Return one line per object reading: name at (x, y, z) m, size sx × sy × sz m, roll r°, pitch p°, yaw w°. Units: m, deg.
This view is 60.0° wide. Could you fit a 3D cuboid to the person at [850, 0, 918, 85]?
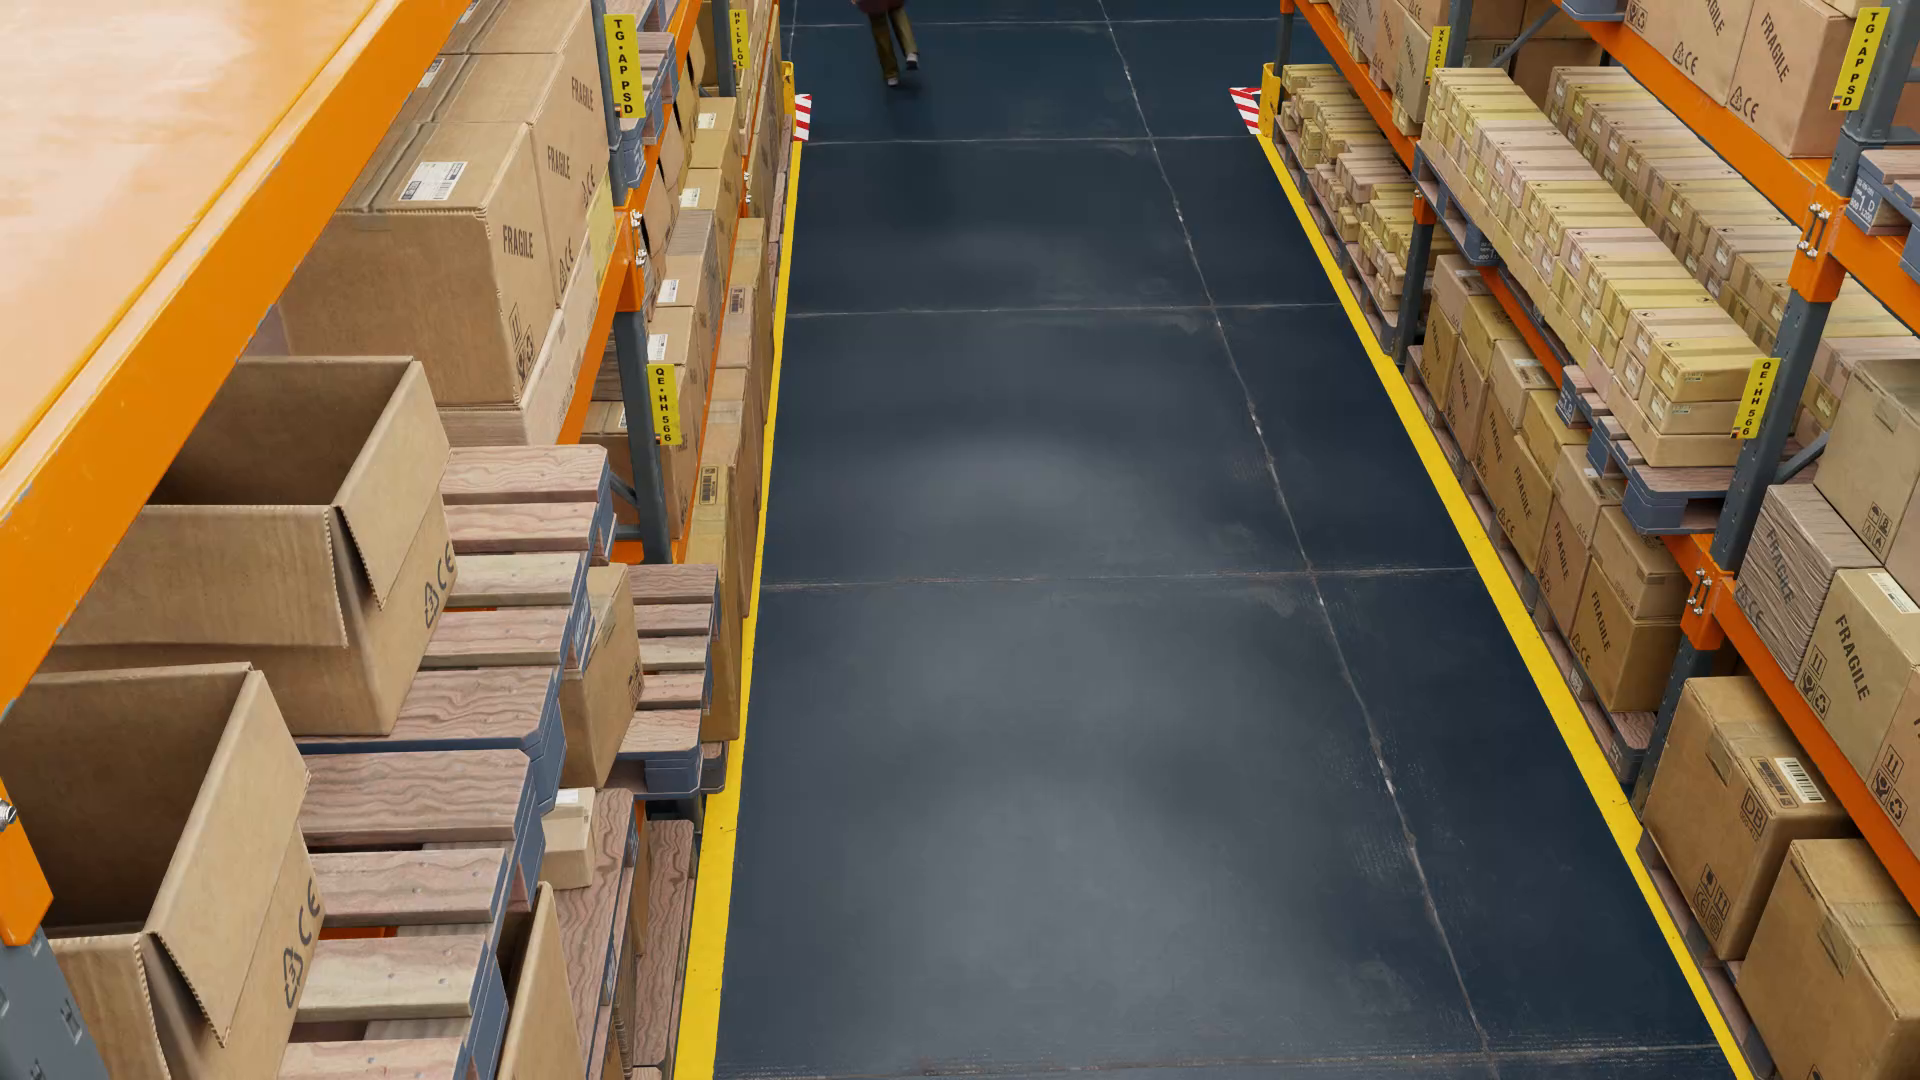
person at (-0.685, -4.695, 13.943) m, size 0.663 × 1.771 × 0.507 m, roll -12°, pitch 37°, yaw -17°
